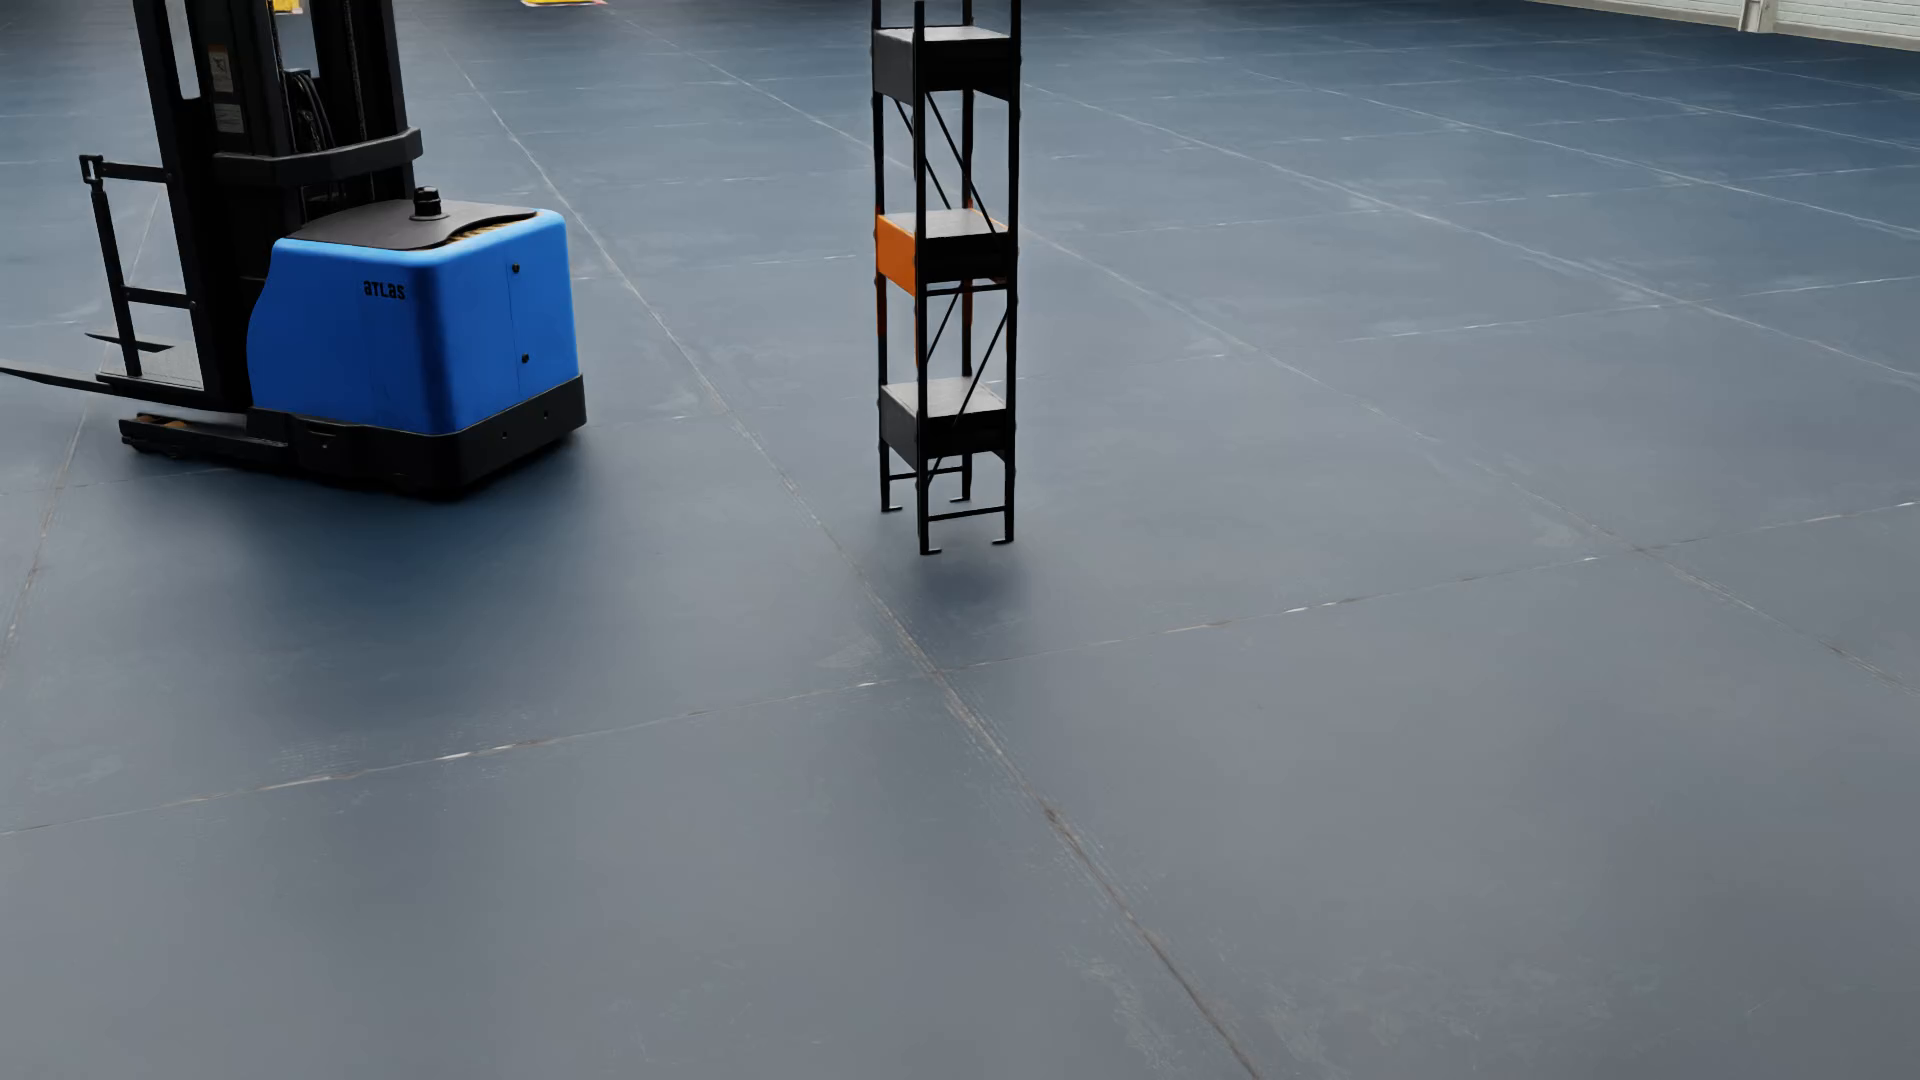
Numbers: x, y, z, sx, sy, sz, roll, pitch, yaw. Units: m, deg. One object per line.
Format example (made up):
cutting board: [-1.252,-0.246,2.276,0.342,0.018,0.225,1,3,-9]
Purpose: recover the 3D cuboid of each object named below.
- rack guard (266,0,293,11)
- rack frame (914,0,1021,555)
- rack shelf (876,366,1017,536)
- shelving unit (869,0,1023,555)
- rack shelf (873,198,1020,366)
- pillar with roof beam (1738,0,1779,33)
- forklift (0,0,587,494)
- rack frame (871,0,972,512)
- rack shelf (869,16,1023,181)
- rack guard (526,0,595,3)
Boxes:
rack guard: [-11.699,-9.025,27.520,1.175,0.500,0.348,-8,24,-19]
rack frame: [0.028,-0.939,6.275,0.400,2.100,0.015,-8,24,-19]
rack shelf: [-0.058,-0.370,6.762,0.431,0.518,0.480,-8,24,-19]
shelving unit: [-0.058,-1.028,6.485,0.431,2.100,0.503,-8,24,-19]
rack shelf: [-0.058,-1.015,6.490,0.431,0.518,0.480,-8,24,-19]
pillar with roof beam: [7.728,-11.068,21.424,9.100,9.000,0.400,-8,24,-19]
forklift: [-3.336,-1.907,7.501,3.031,2.935,1.130,9,25,21]
rack frame: [-0.145,-1.116,6.695,0.400,2.100,0.015,-8,24,-19]
rack shelf: [-0.058,-1.660,6.218,0.431,0.518,0.480,-8,24,-19]
rack guard: [-7.022,-9.712,29.148,1.175,0.500,0.348,-8,24,-19]
